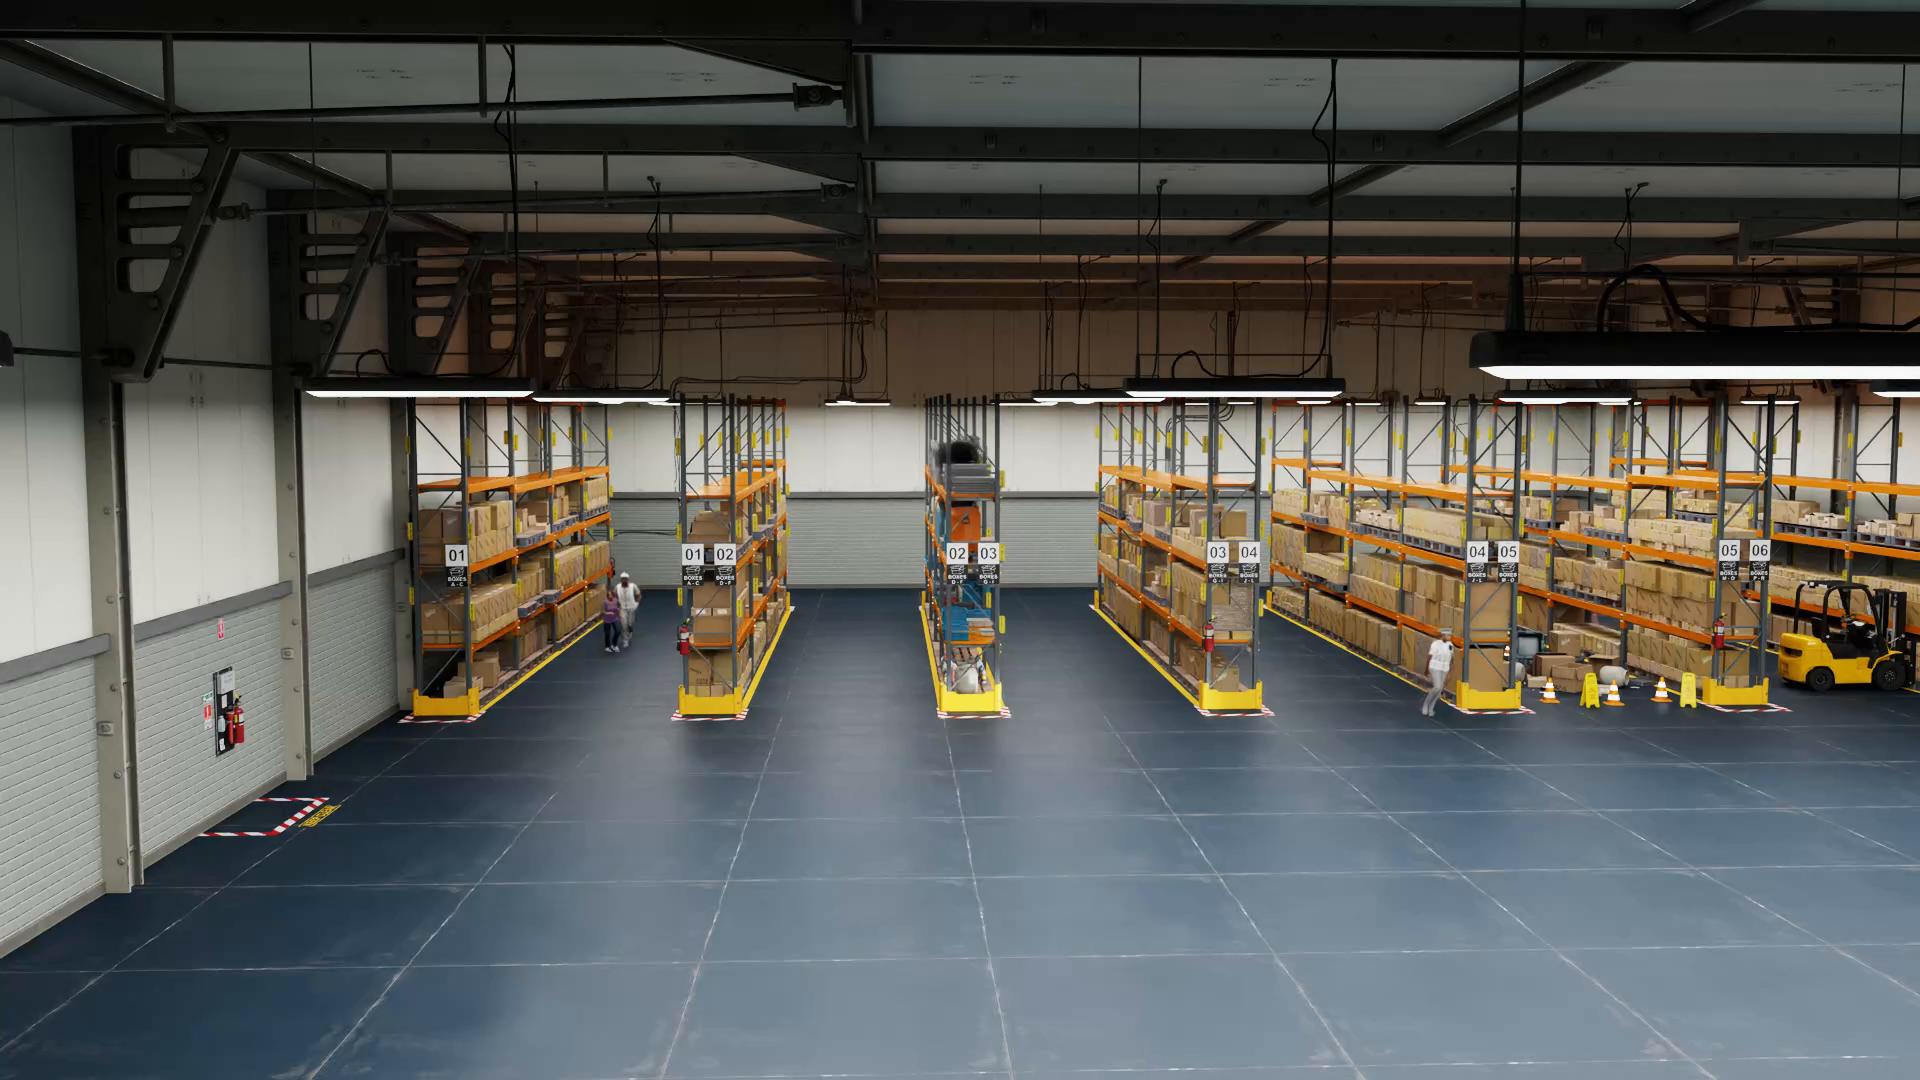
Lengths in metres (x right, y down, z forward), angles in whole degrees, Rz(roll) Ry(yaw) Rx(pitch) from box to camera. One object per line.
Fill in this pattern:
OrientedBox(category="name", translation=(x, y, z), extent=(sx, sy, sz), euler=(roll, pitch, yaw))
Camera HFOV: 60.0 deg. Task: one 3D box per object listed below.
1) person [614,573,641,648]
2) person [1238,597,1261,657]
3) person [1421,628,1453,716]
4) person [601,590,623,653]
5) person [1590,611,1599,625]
OrientedBox(category="person", translation=(-8.052, 1.674, 40.236), extent=(0.686, 1.787, 0.768), euler=(0, 5, -5))
OrientedBox(category="person", translation=(6.688, 1.870, 38.627), extent=(0.649, 1.674, 1.025), euler=(0, 5, -2))
OrientedBox(category="person", translation=(8.892, 2.452, 30.921), extent=(0.611, 1.654, 0.484), euler=(-2, 5, -21))
OrientedBox(category="person", translation=(-8.127, 1.894, 38.779), extent=(0.545, 1.503, 0.872), euler=(-2, 5, -23))
OrientedBox(category="person", translation=(16.154, 1.541, 42.793), extent=(0.570, 1.624, 0.926), euler=(-1, 5, -10))
